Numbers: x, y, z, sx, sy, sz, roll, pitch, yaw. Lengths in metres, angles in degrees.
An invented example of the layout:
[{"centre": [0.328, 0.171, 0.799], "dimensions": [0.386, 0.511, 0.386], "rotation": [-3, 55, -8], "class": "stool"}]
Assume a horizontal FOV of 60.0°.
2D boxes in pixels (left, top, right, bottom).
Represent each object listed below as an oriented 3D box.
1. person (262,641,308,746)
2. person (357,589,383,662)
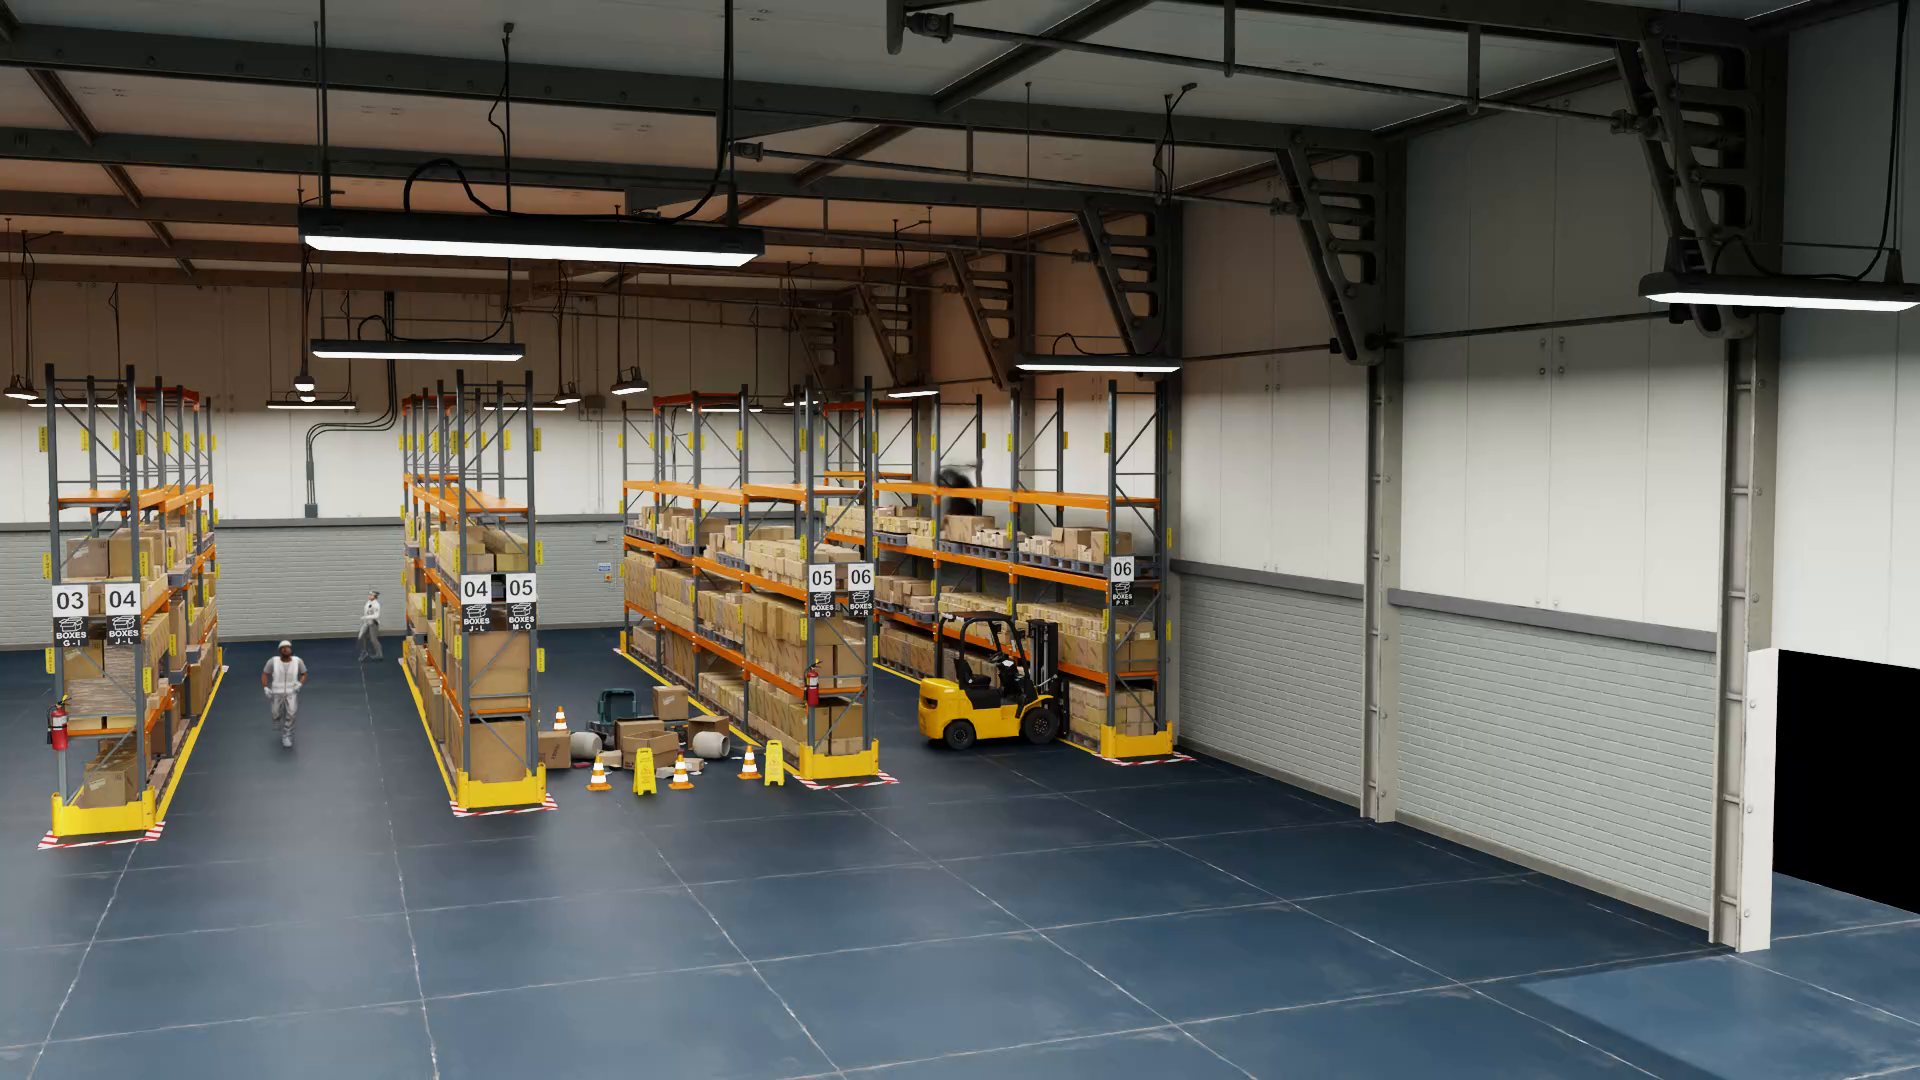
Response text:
[{"centre": [-11.218, 2.536, 27.657], "dimensions": [0.713, 1.722, 0.609], "rotation": [-1, 4, -23], "class": "person"}, {"centre": [-13.458, 1.953, 38.087], "dimensions": [0.601, 1.694, 0.645], "rotation": [2, 4, 33], "class": "person"}]
